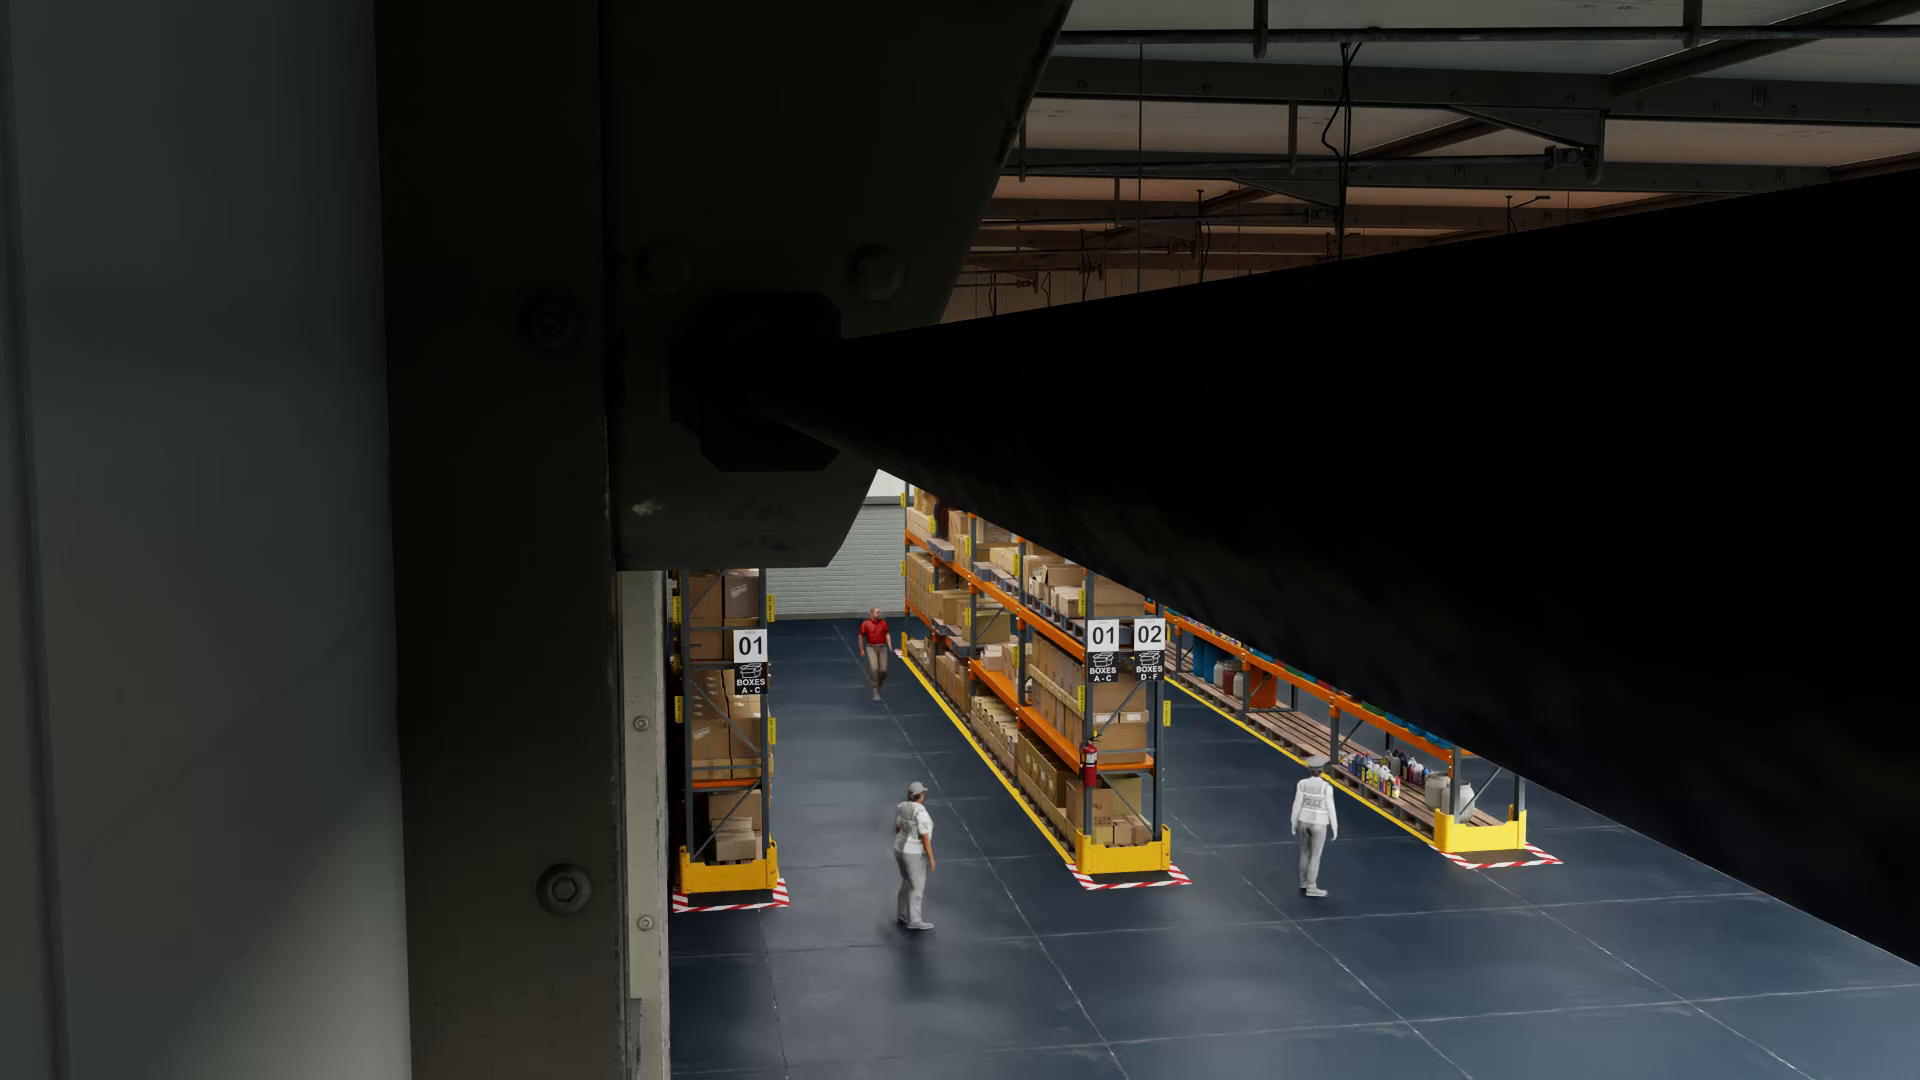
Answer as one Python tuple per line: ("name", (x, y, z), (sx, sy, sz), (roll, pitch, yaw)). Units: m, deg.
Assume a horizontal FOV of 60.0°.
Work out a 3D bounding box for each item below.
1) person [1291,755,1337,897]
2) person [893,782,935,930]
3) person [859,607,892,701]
("person", (4.305, 3.430, 20.034), (0.549, 1.690, 0.487), (5, 8, 41))
("person", (-0.525, 3.601, 18.835), (0.404, 1.748, 0.560), (-3, 7, -29))
("person", (-1.581, 2.185, 31.900), (0.604, 1.779, 0.666), (-2, 6, -23))
